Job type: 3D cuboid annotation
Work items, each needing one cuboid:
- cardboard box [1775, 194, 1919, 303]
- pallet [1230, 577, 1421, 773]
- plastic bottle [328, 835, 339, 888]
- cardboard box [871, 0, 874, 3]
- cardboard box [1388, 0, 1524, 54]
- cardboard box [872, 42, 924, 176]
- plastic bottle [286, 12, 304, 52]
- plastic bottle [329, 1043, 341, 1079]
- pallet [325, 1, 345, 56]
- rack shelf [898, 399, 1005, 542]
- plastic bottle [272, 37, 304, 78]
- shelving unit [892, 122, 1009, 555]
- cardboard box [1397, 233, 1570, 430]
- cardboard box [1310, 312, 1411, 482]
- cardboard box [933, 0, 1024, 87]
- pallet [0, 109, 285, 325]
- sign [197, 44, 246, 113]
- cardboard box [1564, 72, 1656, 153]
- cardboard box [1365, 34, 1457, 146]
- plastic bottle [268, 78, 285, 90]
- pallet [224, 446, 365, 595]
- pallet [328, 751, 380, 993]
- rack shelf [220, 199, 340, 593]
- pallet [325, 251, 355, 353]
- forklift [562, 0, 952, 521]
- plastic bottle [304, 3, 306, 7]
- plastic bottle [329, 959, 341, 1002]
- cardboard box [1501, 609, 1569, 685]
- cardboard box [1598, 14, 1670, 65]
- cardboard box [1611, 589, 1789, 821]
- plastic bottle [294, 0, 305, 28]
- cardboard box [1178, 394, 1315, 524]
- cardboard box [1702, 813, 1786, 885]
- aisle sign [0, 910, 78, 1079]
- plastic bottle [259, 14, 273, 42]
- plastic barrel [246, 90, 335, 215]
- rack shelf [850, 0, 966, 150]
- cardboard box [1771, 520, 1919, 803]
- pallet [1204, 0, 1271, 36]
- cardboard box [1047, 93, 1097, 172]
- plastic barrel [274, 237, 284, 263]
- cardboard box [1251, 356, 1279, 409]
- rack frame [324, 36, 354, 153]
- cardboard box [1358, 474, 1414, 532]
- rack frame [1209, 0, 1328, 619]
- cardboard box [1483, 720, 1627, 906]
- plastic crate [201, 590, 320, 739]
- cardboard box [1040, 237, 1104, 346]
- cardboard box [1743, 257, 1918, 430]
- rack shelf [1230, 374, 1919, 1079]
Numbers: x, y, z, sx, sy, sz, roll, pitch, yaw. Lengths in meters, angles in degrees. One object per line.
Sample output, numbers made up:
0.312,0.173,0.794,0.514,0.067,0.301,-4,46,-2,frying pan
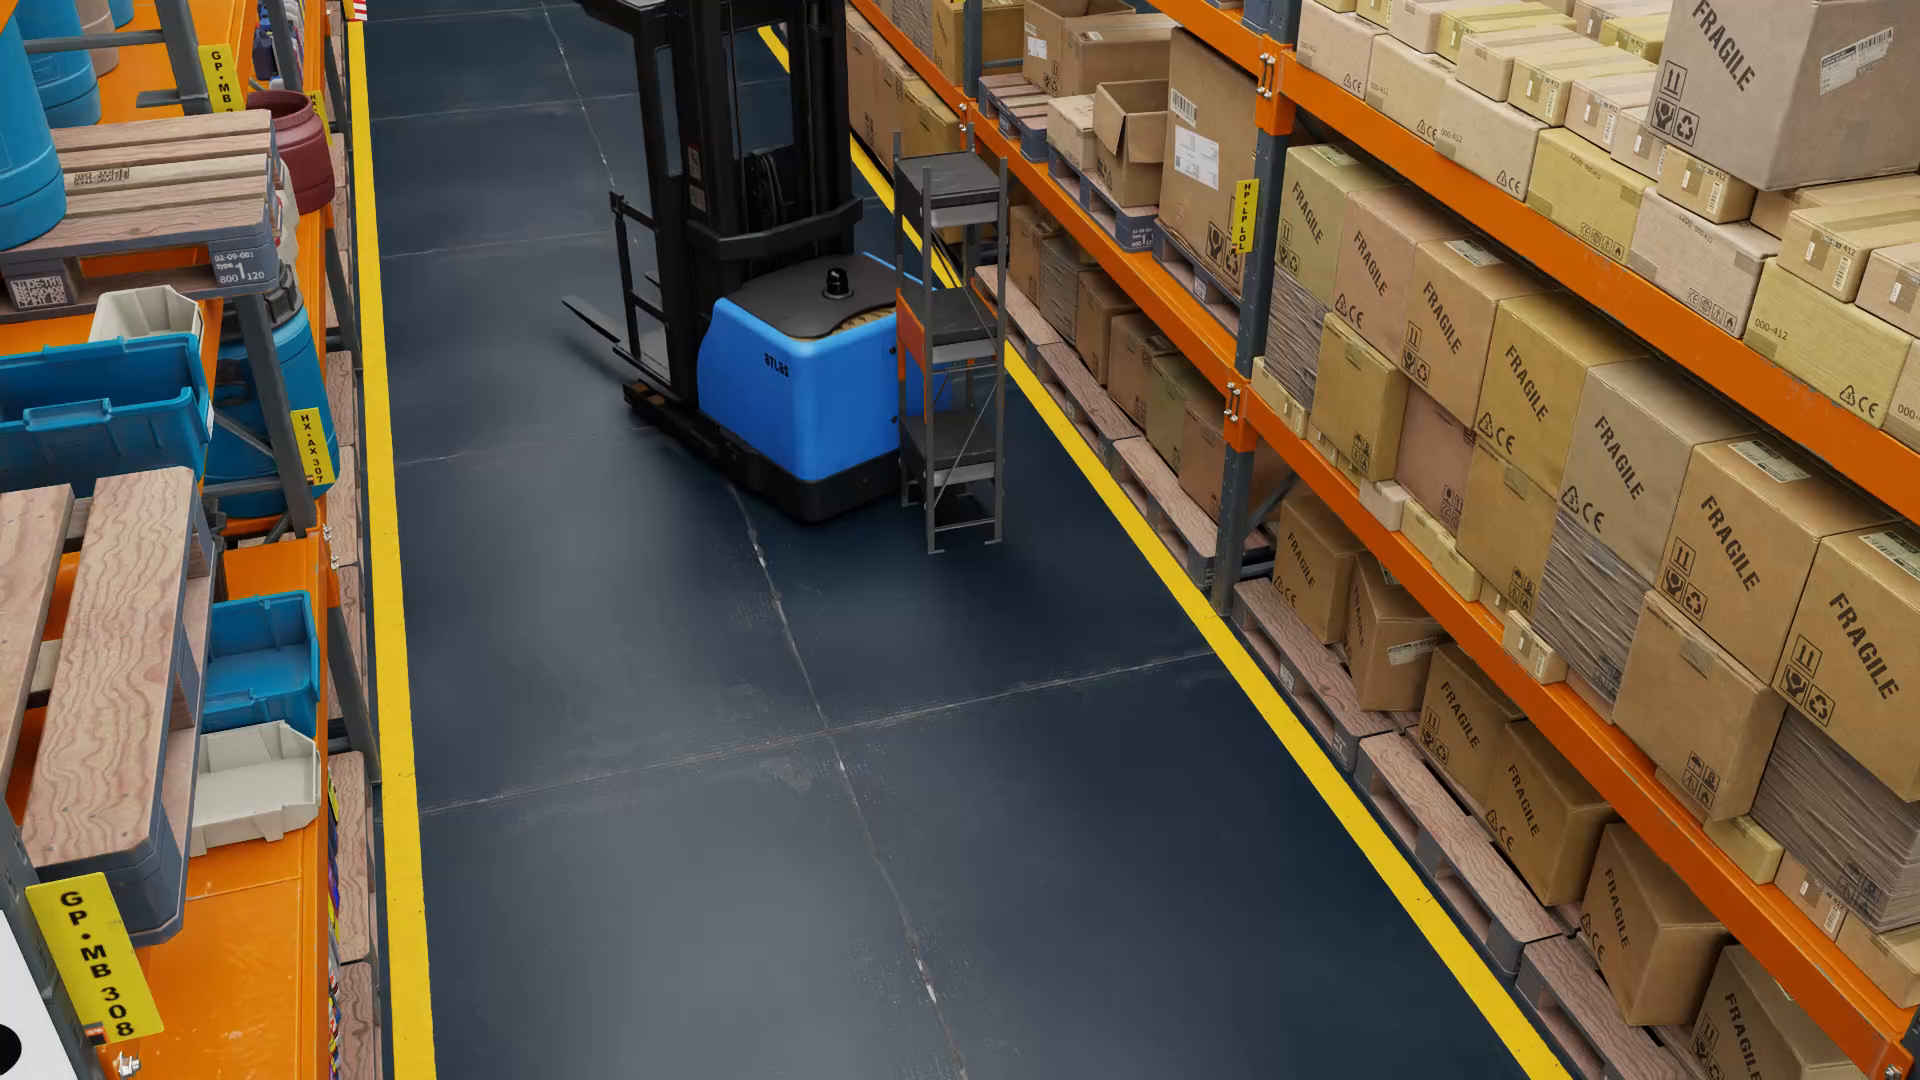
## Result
2.318,-0.740,4.202,0.380,0.149,0.250,-10,35,-14,cardboard box
1.973,0.528,7.760,1.003,0.211,1.213,-10,35,-15,pallet
-2.453,1.163,6.273,0.144,0.351,0.185,-12,35,-17,plastic bottle
-0.497,-4.414,12.618,0.500,0.500,0.500,-11,35,-16,cardboard box
1.749,-1.840,5.867,0.380,0.149,0.250,-10,35,-14,cardboard box
0.059,-3.206,12.427,1.225,0.875,0.875,-10,35,-15,cardboard box
-4.617,-3.496,11.432,0.152,0.276,0.135,-10,35,-15,plastic bottle
-2.123,1.721,5.500,0.097,0.271,0.097,0,33,0,plastic bottle
-6.428,-4.847,15.893,1.003,0.211,1.213,-10,35,-15,pallet
-0.050,-0.368,8.696,0.431,0.518,0.480,-10,35,-15,rack shelf
-4.450,-3.207,10.995,0.152,0.276,0.135,-10,35,-15,plastic bottle
-0.050,-0.963,8.303,0.431,2.100,0.503,-10,35,-15,shelving unit
1.936,-0.761,5.914,0.500,0.500,0.500,-10,35,-15,cardboard box
1.932,-0.633,6.626,0.875,0.500,0.500,-10,35,-15,cardboard box
0.128,-3.341,10.995,0.500,0.500,0.500,-9,35,-13,cardboard box
-2.669,-0.959,4.932,1.213,0.211,1.003,-10,35,-15,pallet
-2.455,-1.491,5.557,0.100,0.325,0.005,-10,35,-15,sign
2.085,-1.307,5.061,0.380,0.149,0.250,-9,35,-14,cardboard box
1.794,-1.615,5.888,0.500,0.250,0.500,-10,35,-15,cardboard box
-4.168,-2.722,10.261,0.152,0.276,0.135,-10,35,-15,plastic bottle
-3.635,-0.033,8.609,1.003,0.211,1.213,-10,35,-15,pallet
-2.817,1.374,6.479,1.003,0.211,1.213,-10,35,-15,pallet
-3.592,-0.899,8.042,1.077,0.370,4.000,-10,35,-15,rack shelf
-4.483,-1.493,10.818,1.003,0.211,1.213,-10,35,-15,pallet
-1.348,-2.068,9.220,1.130,2.935,3.031,-24,41,-32,forklift
-4.933,-4.058,12.350,0.097,0.201,0.097,0,33,0,plastic bottle
-2.246,1.538,5.841,0.097,0.201,0.097,0,33,0,plastic bottle
2.114,0.338,5.745,0.380,0.149,0.250,-10,35,-15,cardboard box
2.380,-1.654,5.586,0.380,0.149,0.250,-9,34,-13,cardboard box
2.546,0.416,5.038,0.875,0.500,0.500,-10,35,-15,cardboard box
-4.774,-3.804,11.831,0.144,0.351,0.185,-10,35,-15,plastic bottle
1.568,-0.449,8.577,0.700,0.500,0.500,-13,36,-18,cardboard box
2.470,0.854,4.965,0.380,0.149,0.250,-10,35,-15,cardboard box
-1.461,0.855,2.377,0.394,0.787,0.004,-10,35,-15,aisle sign
-4.731,-3.463,11.387,0.097,0.271,0.097,0,33,0,plastic bottle
-3.772,-2.113,9.104,0.600,0.536,0.708,-10,35,-15,plastic barrel
-0.096,-3.832,12.481,1.077,0.370,4.000,-10,35,-15,rack shelf
2.552,0.288,4.326,0.500,0.500,0.500,-10,35,-15,cardboard box
1.648,-2.497,7.258,1.213,0.211,1.003,-10,35,-15,pallet
0.807,-2.276,9.229,0.500,0.250,0.500,-11,35,-16,cardboard box
-3.289,-1.130,7.616,0.433,0.535,0.433,0,33,0,plastic barrel
1.514,-0.714,7.337,0.380,0.149,0.250,-10,35,-15,cardboard box
-5.423,-4.349,12.611,1.000,3.000,0.127,-10,35,-15,rack frame
1.803,-0.186,6.538,0.380,0.149,0.250,-10,35,-15,cardboard box
1.735,-0.982,7.515,1.000,3.000,0.127,-10,35,-15,rack frame
2.392,1.015,6.379,0.500,0.500,0.500,-7,34,-10,cardboard box
-2.386,0.448,5.486,0.499,0.251,0.616,-10,35,-15,plastic crate
0.919,-1.585,10.297,0.700,0.500,0.500,-13,36,-19,cardboard box
2.411,-0.543,4.266,0.500,0.250,0.500,-10,35,-14,cardboard box
2.345,0.368,6.125,1.077,0.370,4.000,-10,35,-15,rack shelf
